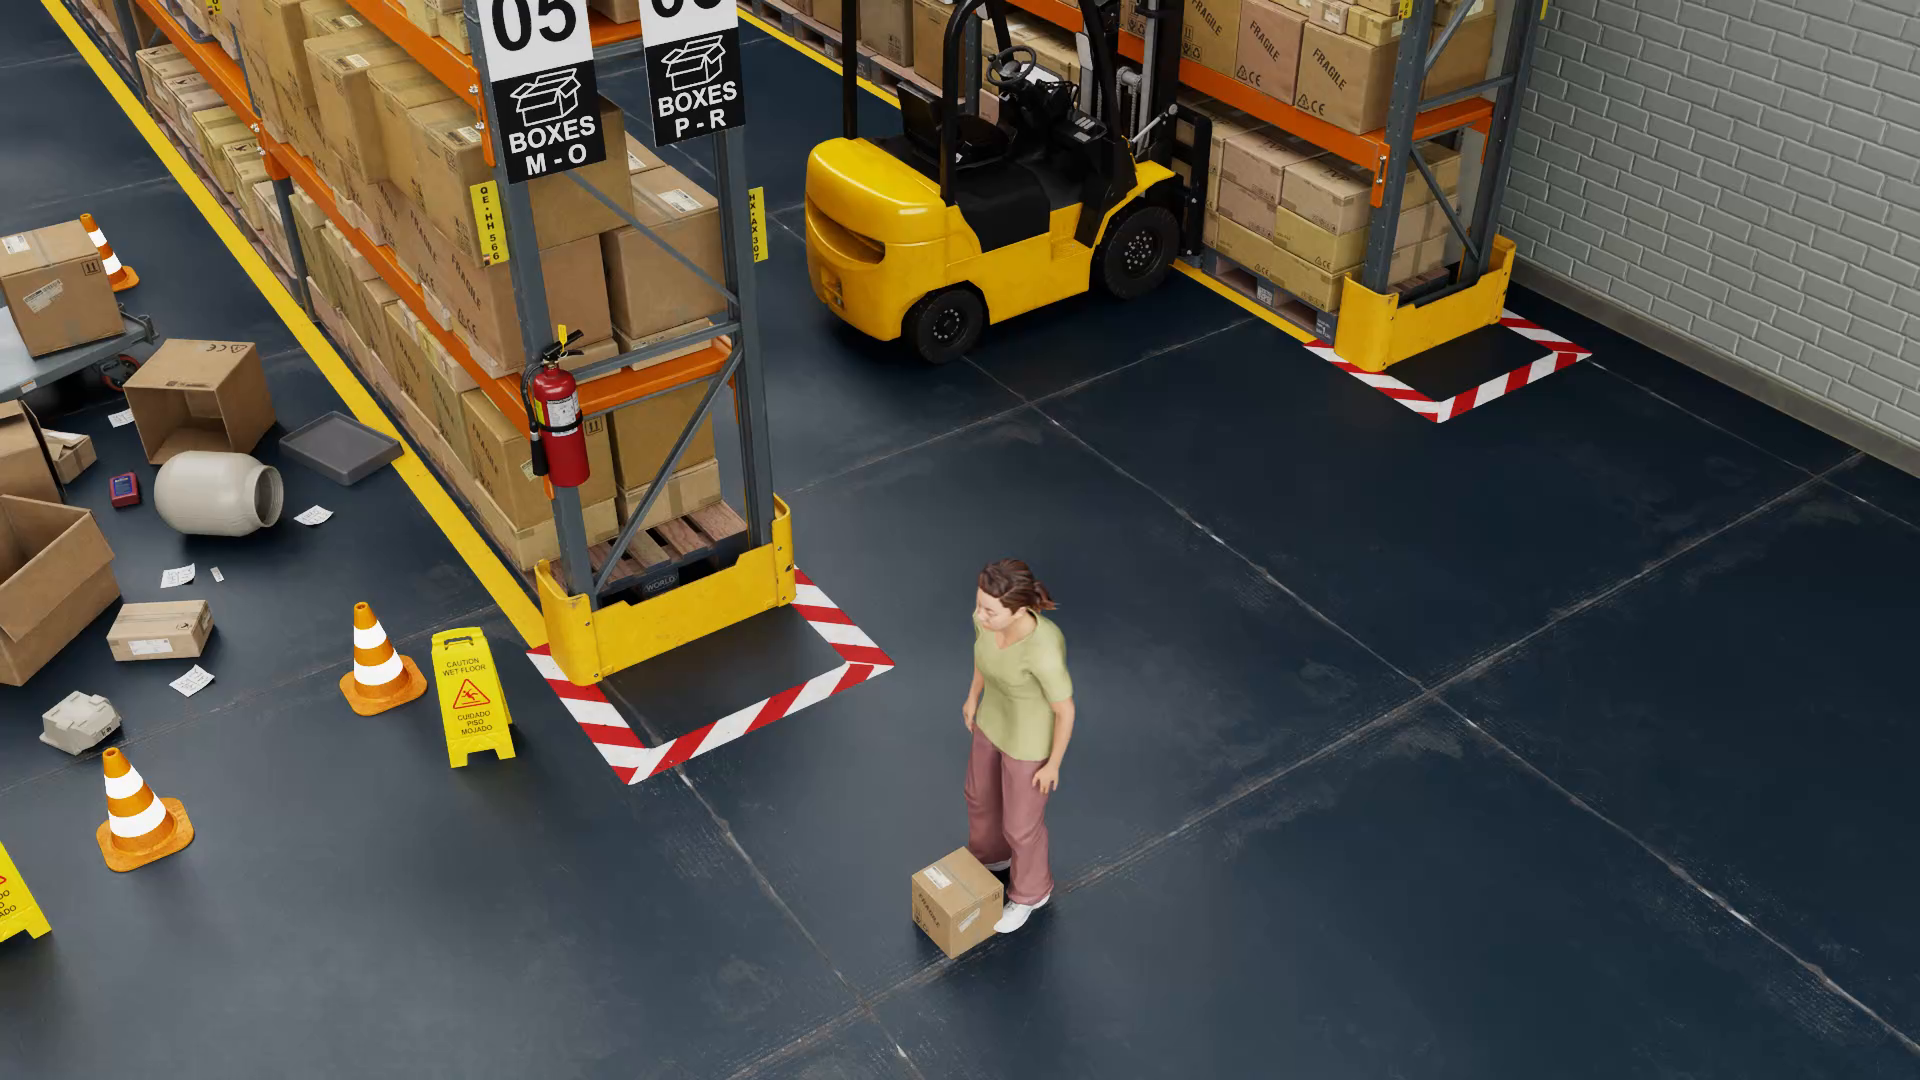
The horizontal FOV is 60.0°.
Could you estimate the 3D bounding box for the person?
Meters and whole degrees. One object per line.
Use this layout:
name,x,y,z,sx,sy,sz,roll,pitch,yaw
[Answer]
person,0.189,0.719,6.030,0.349,1.672,0.508,-24,43,-28
